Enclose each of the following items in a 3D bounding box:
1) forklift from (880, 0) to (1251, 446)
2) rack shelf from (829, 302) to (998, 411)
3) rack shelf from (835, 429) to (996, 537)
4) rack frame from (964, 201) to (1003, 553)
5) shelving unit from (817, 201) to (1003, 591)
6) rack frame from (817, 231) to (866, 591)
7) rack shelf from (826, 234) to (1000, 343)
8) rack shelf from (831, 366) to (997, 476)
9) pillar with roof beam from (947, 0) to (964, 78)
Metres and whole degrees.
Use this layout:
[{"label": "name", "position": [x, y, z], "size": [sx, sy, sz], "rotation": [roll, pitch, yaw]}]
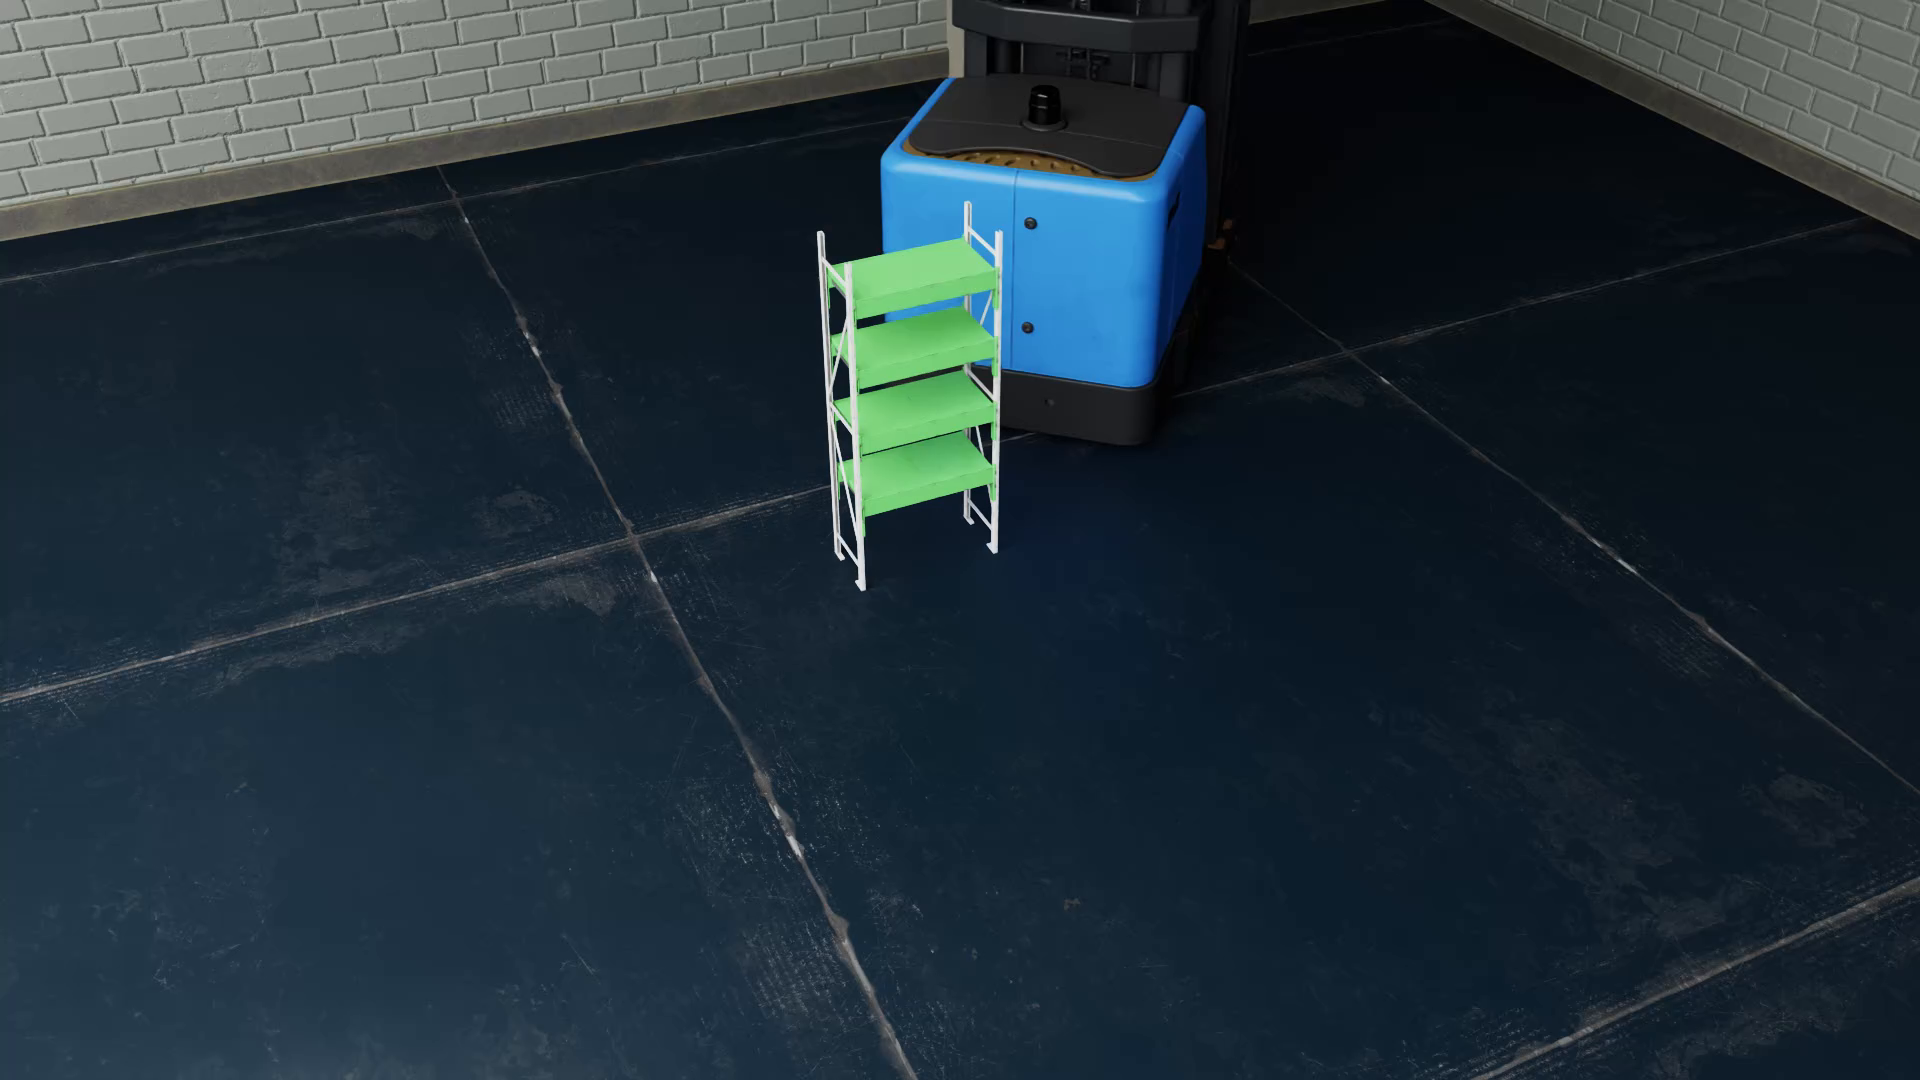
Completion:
[{"label": "forklift", "position": [0.622, -2.402, 6.528], "size": [1.130, 2.935, 3.031], "rotation": [10, 38, 13]}, {"label": "rack shelf", "position": [-0.150, -0.581, 5.231], "size": [0.480, 0.148, 0.258], "rotation": [-16, 39, -20]}, {"label": "rack shelf", "position": [-0.150, -0.196, 5.517], "size": [0.480, 0.148, 0.258], "rotation": [-16, 39, -20]}, {"label": "rack frame", "position": [0.071, -0.502, 5.419], "size": [0.015, 1.200, 0.240], "rotation": [-16, 39, -20]}, {"label": "shelving unit", "position": [-0.150, -0.440, 5.336], "size": [0.503, 1.200, 0.258], "rotation": [-16, 39, -20]}, {"label": "rack frame", "position": [-0.371, -0.378, 5.253], "size": [0.015, 1.200, 0.240], "rotation": [-16, 39, -20]}, {"label": "rack shelf", "position": [-0.150, -0.774, 5.088], "size": [0.480, 0.148, 0.258], "rotation": [-16, 39, -20]}, {"label": "rack shelf", "position": [-0.150, -0.389, 5.374], "size": [0.480, 0.148, 0.258], "rotation": [-16, 39, -20]}, {"label": "pillar with roof beam", "position": [2.000, -3.849, 3.385], "size": [0.400, 9.000, 9.100], "rotation": [-16, 39, -20]}]
